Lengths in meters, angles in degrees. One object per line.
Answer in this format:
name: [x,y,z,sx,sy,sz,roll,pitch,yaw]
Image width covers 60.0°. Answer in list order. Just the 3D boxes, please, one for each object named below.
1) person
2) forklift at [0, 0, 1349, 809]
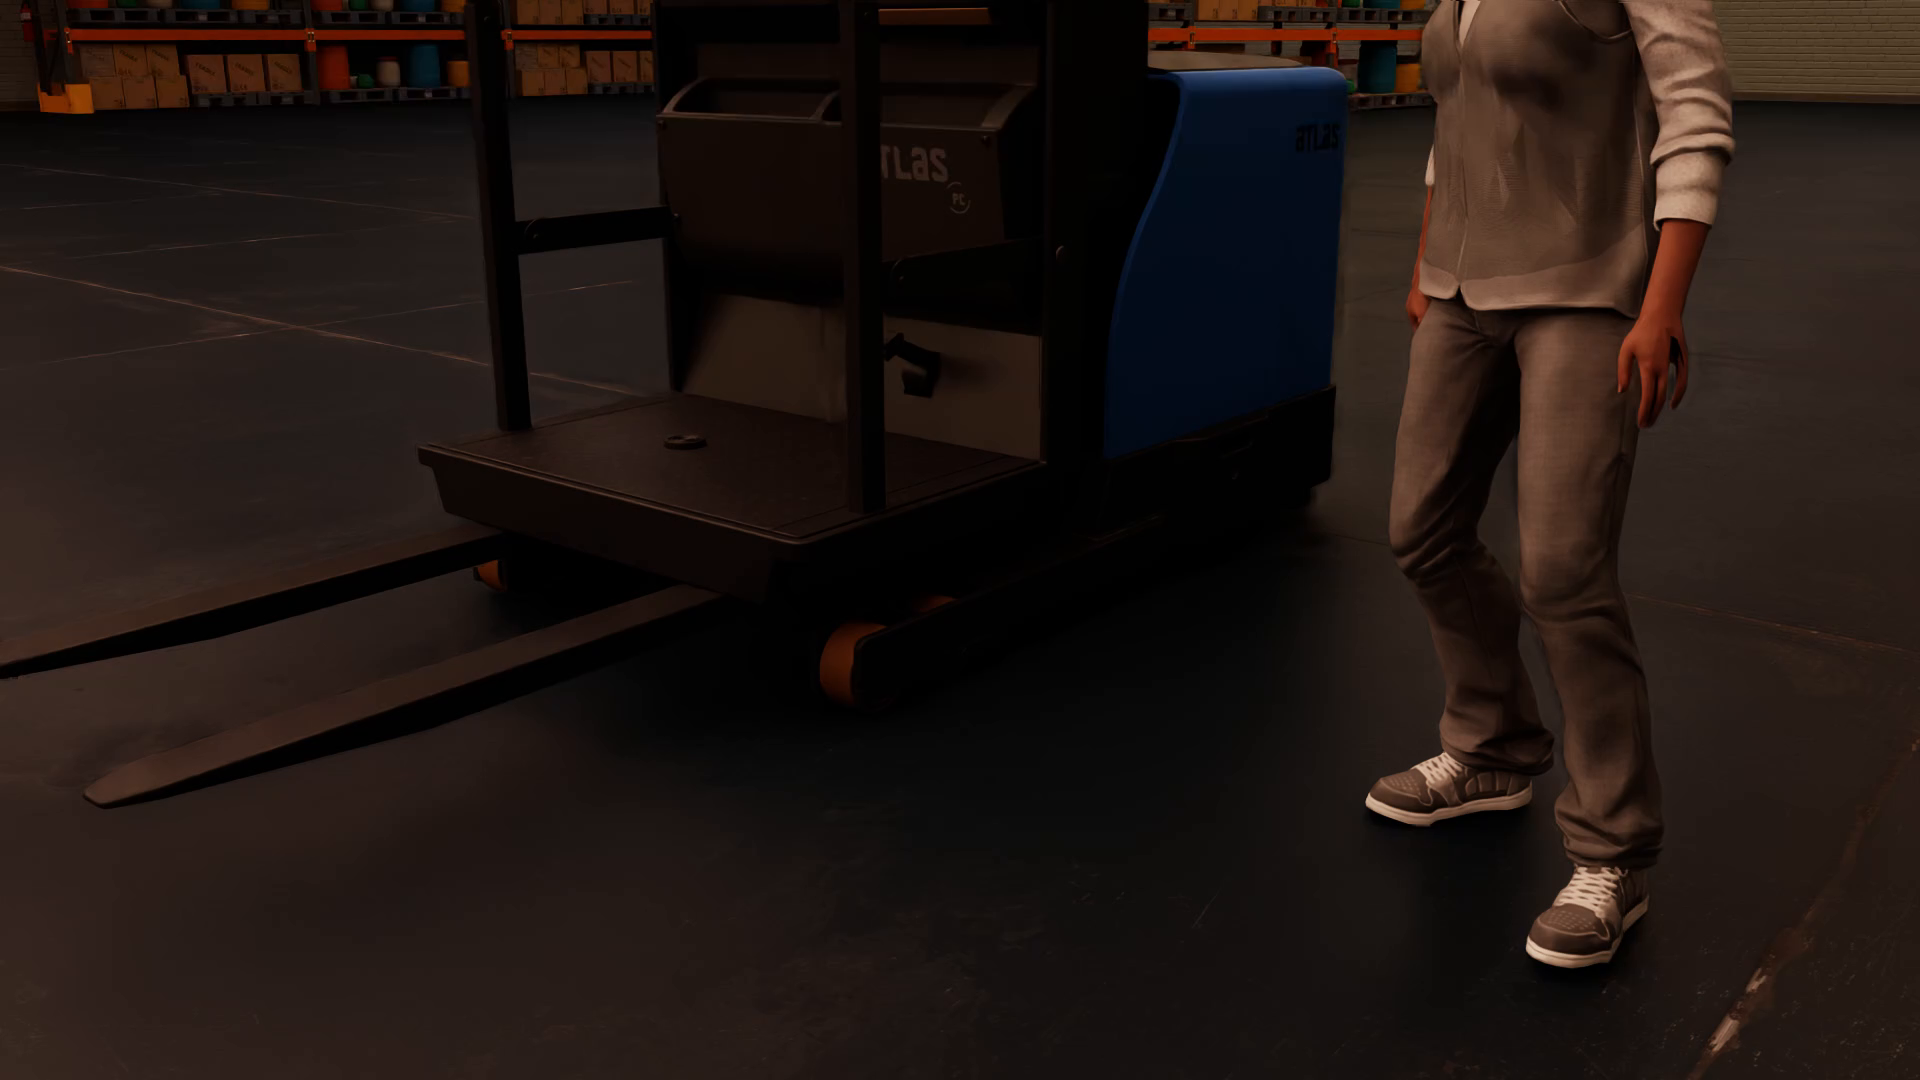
person: [0.778,-0.298,2.228,0.339,1.572,0.687,-6,18,-19]
forklift: [-0.378,-1.259,3.044,1.130,2.935,3.031,13,21,37]
